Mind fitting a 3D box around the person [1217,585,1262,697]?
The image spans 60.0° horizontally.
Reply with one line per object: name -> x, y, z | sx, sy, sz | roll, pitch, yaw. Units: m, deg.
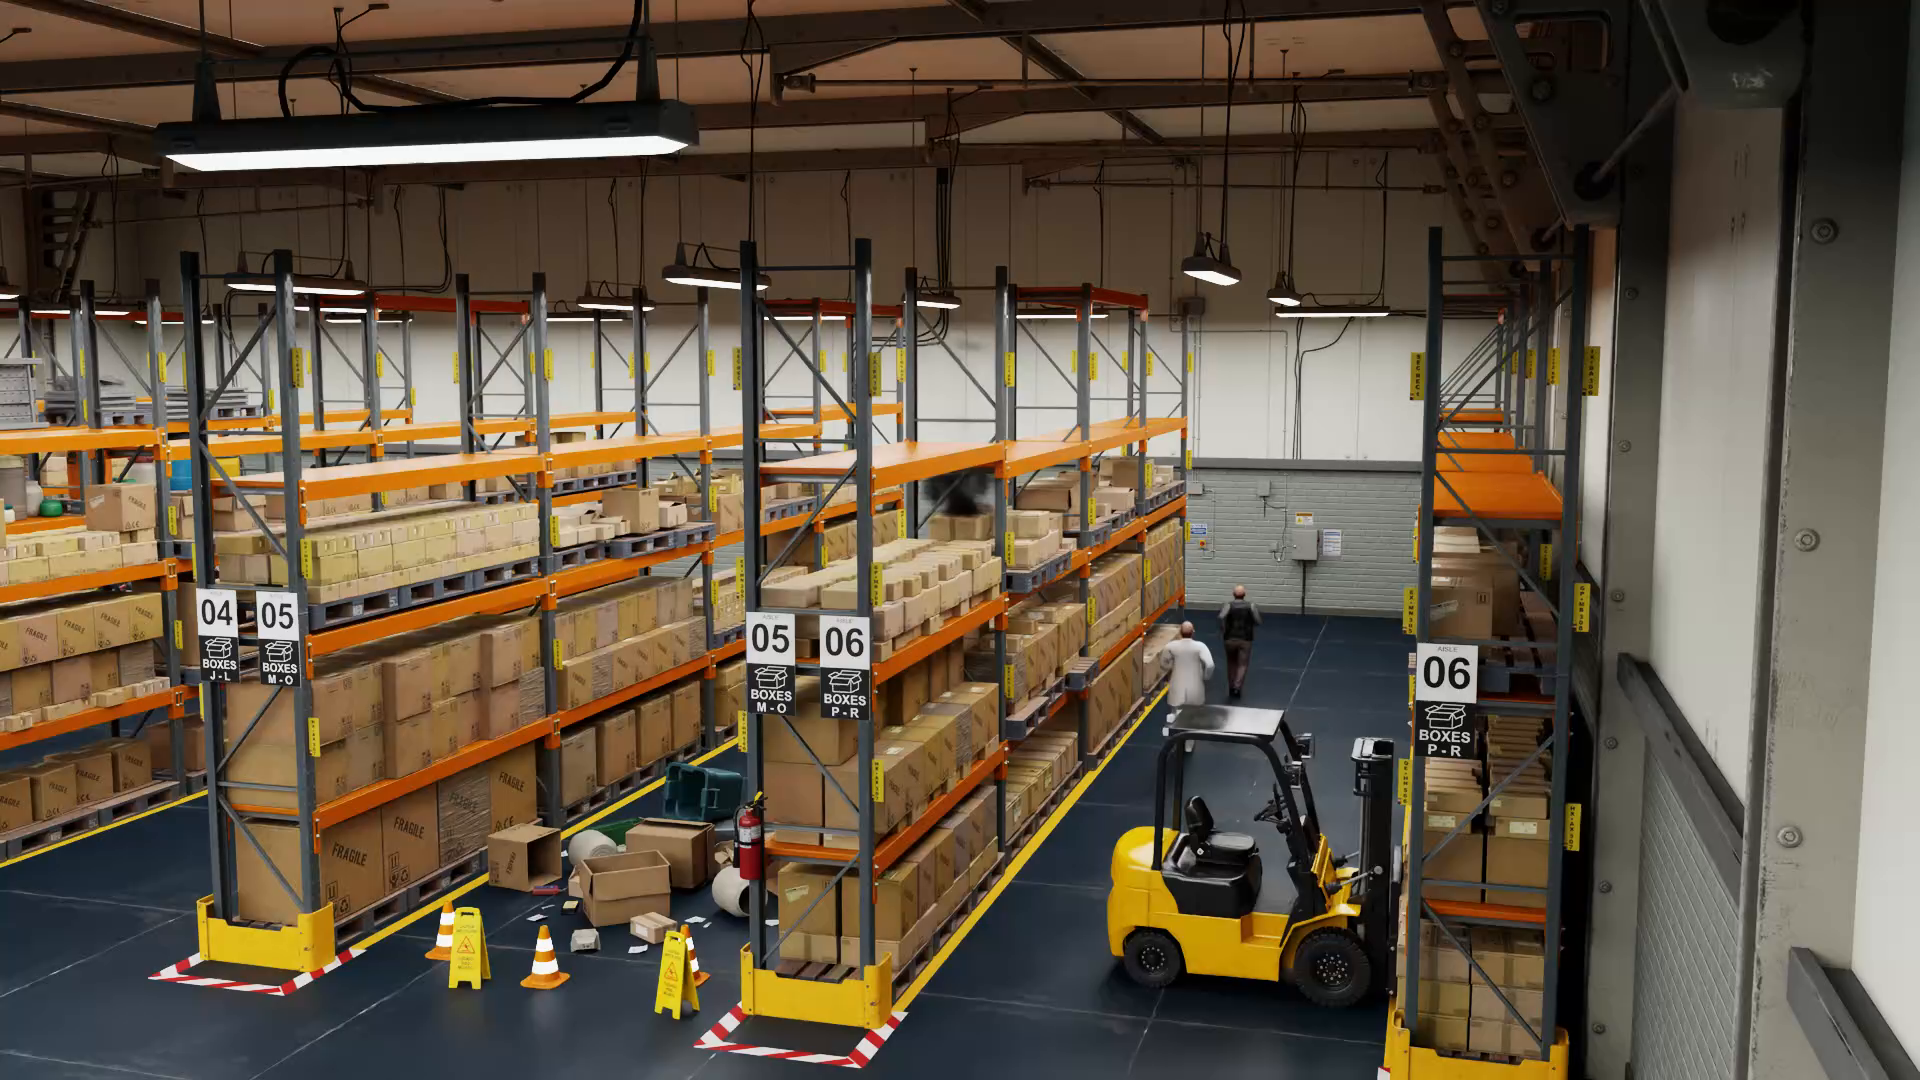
person -> 4.158, 1.556, 24.743 | 0.624, 1.752, 1.084 | 2, 7, 16

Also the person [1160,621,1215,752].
person -> 2.939, 1.904, 21.461 | 0.716, 1.736, 0.832 | 2, 7, 13
